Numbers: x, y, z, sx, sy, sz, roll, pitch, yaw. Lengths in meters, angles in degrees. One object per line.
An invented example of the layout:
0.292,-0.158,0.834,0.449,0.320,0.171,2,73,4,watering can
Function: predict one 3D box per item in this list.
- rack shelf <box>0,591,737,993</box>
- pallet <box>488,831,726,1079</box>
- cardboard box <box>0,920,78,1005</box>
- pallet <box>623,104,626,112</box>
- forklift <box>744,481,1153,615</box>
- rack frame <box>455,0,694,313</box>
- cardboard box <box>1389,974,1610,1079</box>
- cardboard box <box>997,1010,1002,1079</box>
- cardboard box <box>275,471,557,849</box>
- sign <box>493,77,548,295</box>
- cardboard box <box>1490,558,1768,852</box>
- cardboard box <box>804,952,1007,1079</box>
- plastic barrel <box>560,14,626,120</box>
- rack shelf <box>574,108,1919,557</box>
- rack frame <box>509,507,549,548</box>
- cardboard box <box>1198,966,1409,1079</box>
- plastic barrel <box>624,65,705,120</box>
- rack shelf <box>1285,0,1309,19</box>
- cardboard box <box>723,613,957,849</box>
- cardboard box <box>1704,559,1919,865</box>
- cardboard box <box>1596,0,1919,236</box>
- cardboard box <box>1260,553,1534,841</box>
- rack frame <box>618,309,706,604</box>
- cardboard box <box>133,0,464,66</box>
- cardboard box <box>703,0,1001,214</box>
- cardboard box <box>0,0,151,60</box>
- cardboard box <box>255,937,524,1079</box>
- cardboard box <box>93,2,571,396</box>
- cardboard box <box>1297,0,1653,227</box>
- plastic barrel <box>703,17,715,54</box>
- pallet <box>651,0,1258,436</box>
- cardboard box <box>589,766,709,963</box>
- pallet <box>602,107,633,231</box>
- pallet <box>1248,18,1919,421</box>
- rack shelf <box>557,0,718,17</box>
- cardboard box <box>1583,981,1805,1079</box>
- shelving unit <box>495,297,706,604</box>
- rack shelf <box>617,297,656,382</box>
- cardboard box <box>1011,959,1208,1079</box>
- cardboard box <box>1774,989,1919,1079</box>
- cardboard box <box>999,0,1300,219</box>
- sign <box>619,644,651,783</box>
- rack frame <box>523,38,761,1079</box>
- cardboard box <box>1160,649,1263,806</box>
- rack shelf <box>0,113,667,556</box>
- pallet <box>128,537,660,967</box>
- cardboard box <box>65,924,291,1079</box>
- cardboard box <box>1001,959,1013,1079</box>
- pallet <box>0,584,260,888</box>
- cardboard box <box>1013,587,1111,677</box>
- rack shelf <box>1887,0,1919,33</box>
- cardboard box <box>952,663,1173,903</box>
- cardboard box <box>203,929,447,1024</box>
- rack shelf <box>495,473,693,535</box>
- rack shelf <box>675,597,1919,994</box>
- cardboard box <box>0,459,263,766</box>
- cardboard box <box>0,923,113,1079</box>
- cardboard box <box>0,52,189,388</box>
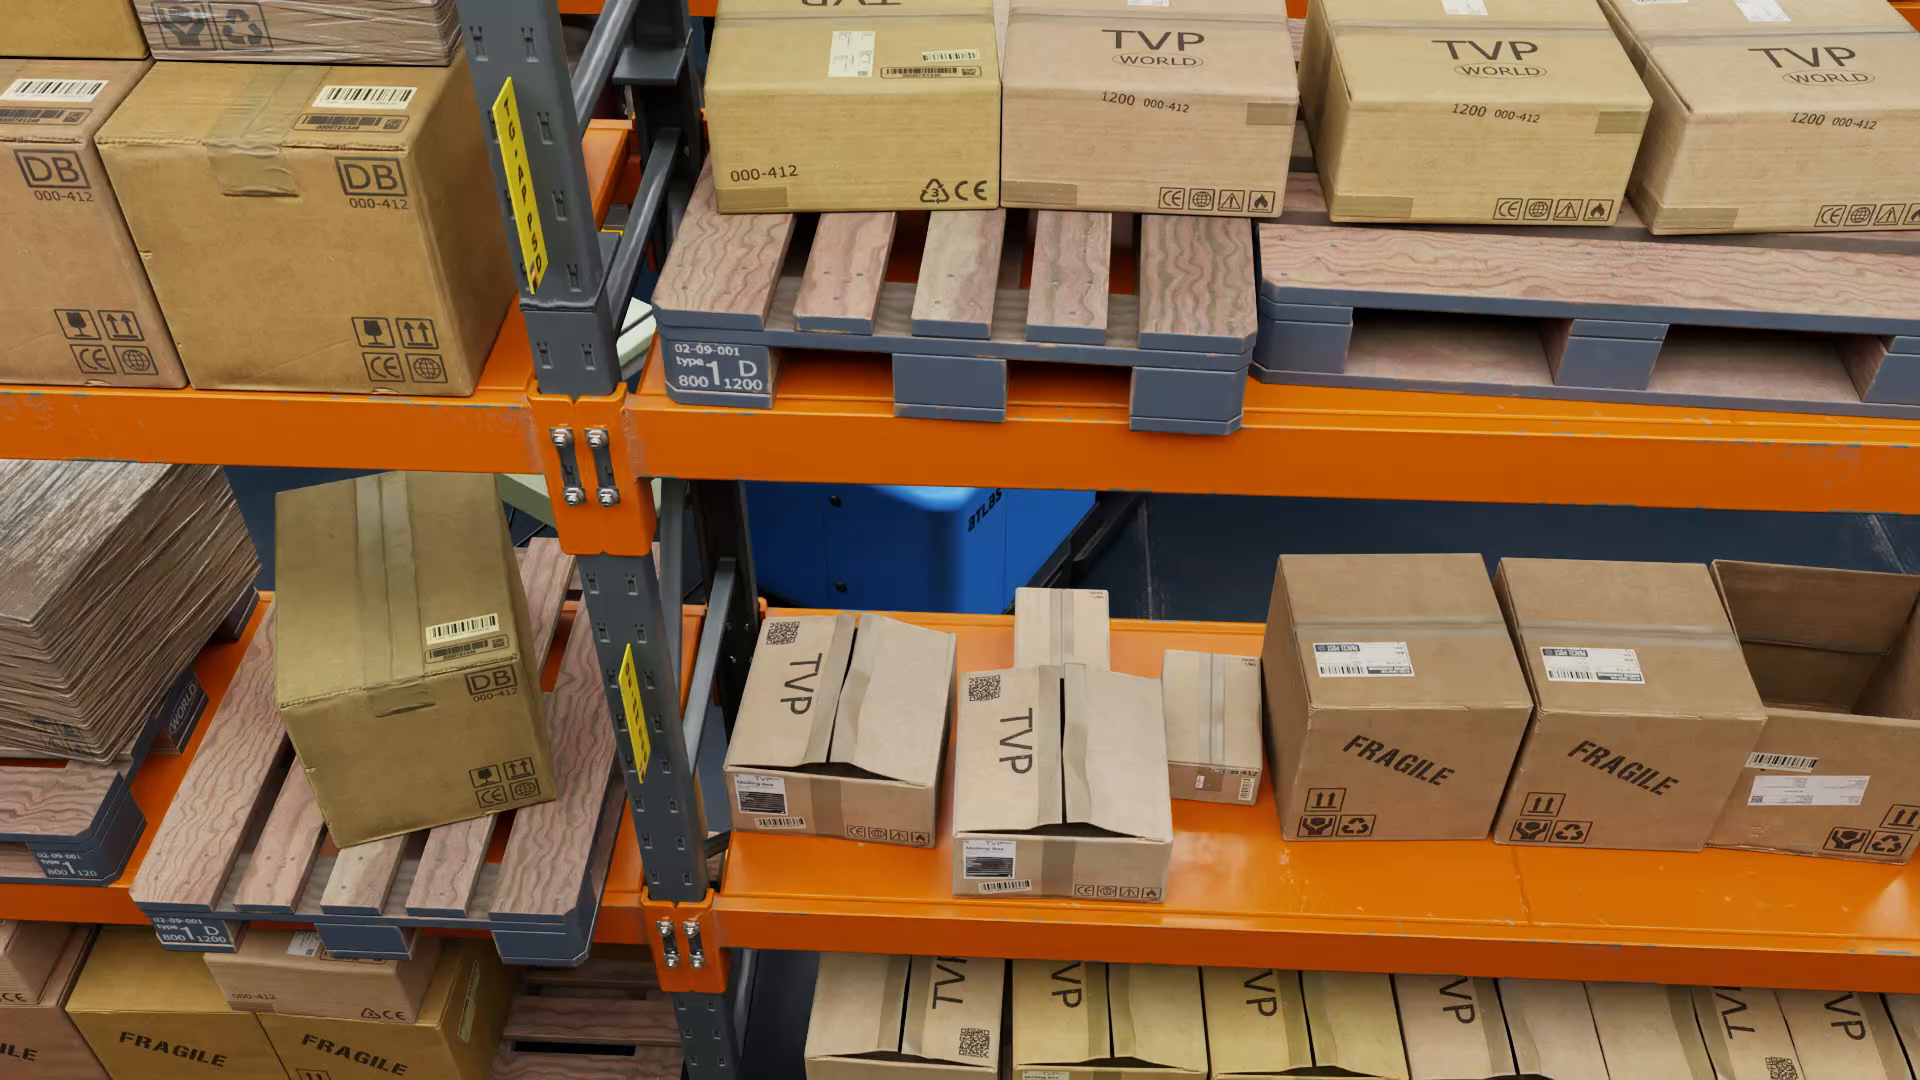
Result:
-2.642,0.581,4.454,4.000,0.370,1.077,2,43,2,rack shelf
-1.388,1.351,5.145,1.213,0.211,1.003,2,43,2,pallet
-2.668,0.962,4.478,0.500,0.250,0.500,1,43,1,cardboard box
-2.422,-2.009,8.751,1.213,0.211,1.003,2,43,2,pallet
0.330,-1.433,6.138,1.130,2.935,3.031,23,48,23,forklift
-0.644,-1.816,2.098,0.127,3.000,1.000,2,43,2,rack frame
1.414,1.285,4.467,0.500,0.311,0.500,1,43,1,cardboard box
-0.134,1.448,4.705,0.500,0.250,0.500,2,43,2,cardboard box
-1.278,0.246,3.904,0.500,0.500,0.700,-12,44,-12,cardboard box
-0.671,-0.538,2.547,0.005,0.325,0.100,2,43,2,sign
1.559,0.399,4.048,0.500,0.500,0.500,2,43,2,cardboard box
-0.134,1.242,4.514,0.500,0.311,0.500,3,43,3,cardboard box
-2.035,-2.303,8.483,0.708,0.588,0.600,2,43,2,plastic barrel
1.354,-0.394,3.299,4.000,0.370,1.077,2,43,2,rack shelf
-1.669,-0.524,6.212,0.023,1.500,0.400,25,49,25,rack frame
0.900,1.270,4.484,0.500,0.311,0.500,1,43,1,cardboard box
-1.475,-2.197,8.425,0.421,0.512,0.421,0,43,0,plastic barrel
1.581,-2.669,7.942,4.000,0.370,1.077,2,43,2,rack shelf
-0.283,0.453,4.129,0.500,0.311,0.500,4,43,5,cardboard box
2.059,0.414,4.031,0.500,0.500,0.500,5,43,5,cardboard box
1.445,-0.795,3.004,0.500,0.250,0.500,-2,43,-2,cardboard box
1.033,0.383,4.065,0.500,0.500,0.500,0,43,0,cardboard box
-1.067,-0.239,5.907,0.023,1.500,0.400,25,49,25,rack frame
-1.080,-1.139,2.764,0.500,0.500,0.500,2,43,2,cardboard box
-0.188,-0.842,3.054,0.500,0.250,0.500,-1,43,-1,cardboard box
-1.589,-1.154,2.781,0.500,0.500,0.500,2,43,2,cardboard box
-1.589,1.264,4.704,0.500,0.500,0.500,3,43,4,cardboard box
-1.081,-0.746,3.076,0.500,0.500,0.910,2,43,2,cardboard box
0.907,-0.813,3.023,0.500,0.250,0.500,1,43,1,cardboard box
-0.907,-2.357,8.363,0.708,0.830,0.600,2,43,2,plastic barrel
0.038,-0.689,3.227,1.003,0.211,1.213,4,43,4,pallet
-1.086,0.924,5.068,0.500,0.500,0.500,3,43,4,cardboard box
-1.207,-1.969,8.709,1.213,0.211,1.003,2,43,2,pallet
1.155,-0.657,3.193,1.213,0.211,1.003,4,43,4,pallet
-2.415,-2.792,8.074,4.000,0.370,1.077,2,43,2,rack shelf
1.916,1.303,4.448,0.500,0.311,0.500,2,43,2,cardboard box
-1.368,-0.382,6.059,0.755,1.500,0.431,25,49,25,shelving unit
-1.368,-0.667,5.793,0.720,0.370,0.431,25,49,25,rack shelf
0.391,1.253,4.502,0.500,0.311,0.500,1,43,1,cardboard box
2.414,1.320,4.430,0.500,0.311,0.500,3,43,3,cardboard box
0.336,-0.838,3.050,0.500,0.250,0.500,3,43,3,cardboard box
-0.659,0.354,3.378,0.005,0.325,0.100,2,43,2,sign
-0.644,0.379,4.143,0.127,3.000,1.000,2,43,2,rack frame
0.632,0.472,4.227,0.250,0.149,0.380,5,43,5,cardboard box
-2.642,-0.517,3.431,4.000,0.370,1.077,2,43,2,rack shelf
-1.324,0.476,4.179,1.003,0.211,1.213,2,43,2,pallet
-2.106,1.248,4.721,0.500,0.500,0.500,0,43,0,cardboard box
0.368,1.462,4.689,0.500,0.250,0.500,1,43,1,cardboard box
-2.587,0.393,4.269,1.213,0.211,1.003,2,43,2,pallet
0.267,0.310,4.400,0.250,0.149,0.380,2,43,2,cardboard box
5.577,-2.546,7.811,4.000,0.370,1.077,2,43,2,rack shelf
0.241,0.571,4.002,0.500,0.311,0.500,1,43,1,cardboard box
-1.645,0.991,4.447,0.500,0.250,0.500,3,43,4,cardboard box
-1.368,-0.143,6.281,0.720,0.370,0.431,25,49,25,rack shelf
1.354,0.704,4.322,4.000,0.370,1.077,2,43,2,rack shelf
-2.183,0.088,4.073,0.500,0.500,0.700,9,44,10,cardboard box
-2.630,1.236,4.734,0.500,0.500,0.500,0,43,0,cardboard box
-1.591,-0.761,3.093,0.500,0.500,0.910,2,43,2,cardboard box
